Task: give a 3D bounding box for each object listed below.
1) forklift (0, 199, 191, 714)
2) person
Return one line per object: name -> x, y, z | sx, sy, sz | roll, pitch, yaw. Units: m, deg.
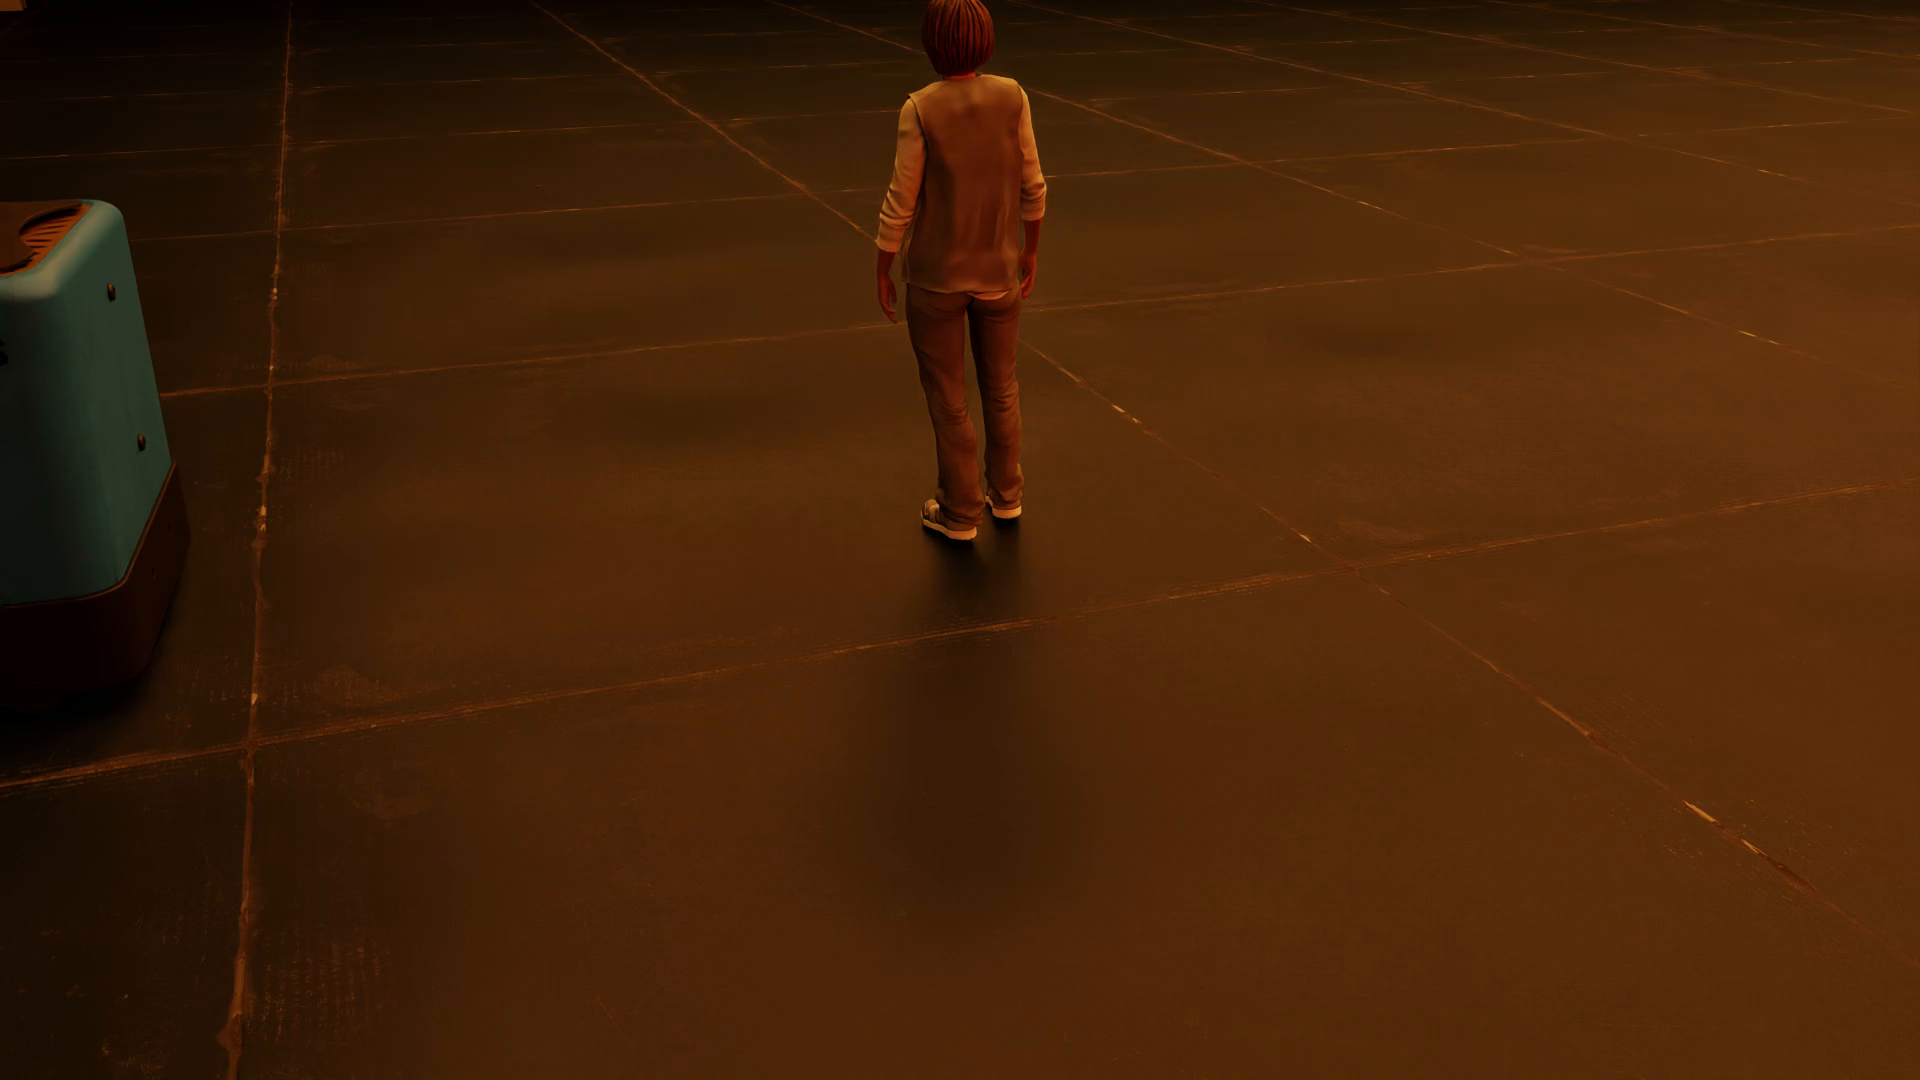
forklift -> -3.600, -0.964, 3.592 | 3.031, 2.935, 1.130 | -6, 24, -15
person -> -0.013, -0.772, 4.836 | 0.521, 1.599, 0.473 | -8, 24, -18
